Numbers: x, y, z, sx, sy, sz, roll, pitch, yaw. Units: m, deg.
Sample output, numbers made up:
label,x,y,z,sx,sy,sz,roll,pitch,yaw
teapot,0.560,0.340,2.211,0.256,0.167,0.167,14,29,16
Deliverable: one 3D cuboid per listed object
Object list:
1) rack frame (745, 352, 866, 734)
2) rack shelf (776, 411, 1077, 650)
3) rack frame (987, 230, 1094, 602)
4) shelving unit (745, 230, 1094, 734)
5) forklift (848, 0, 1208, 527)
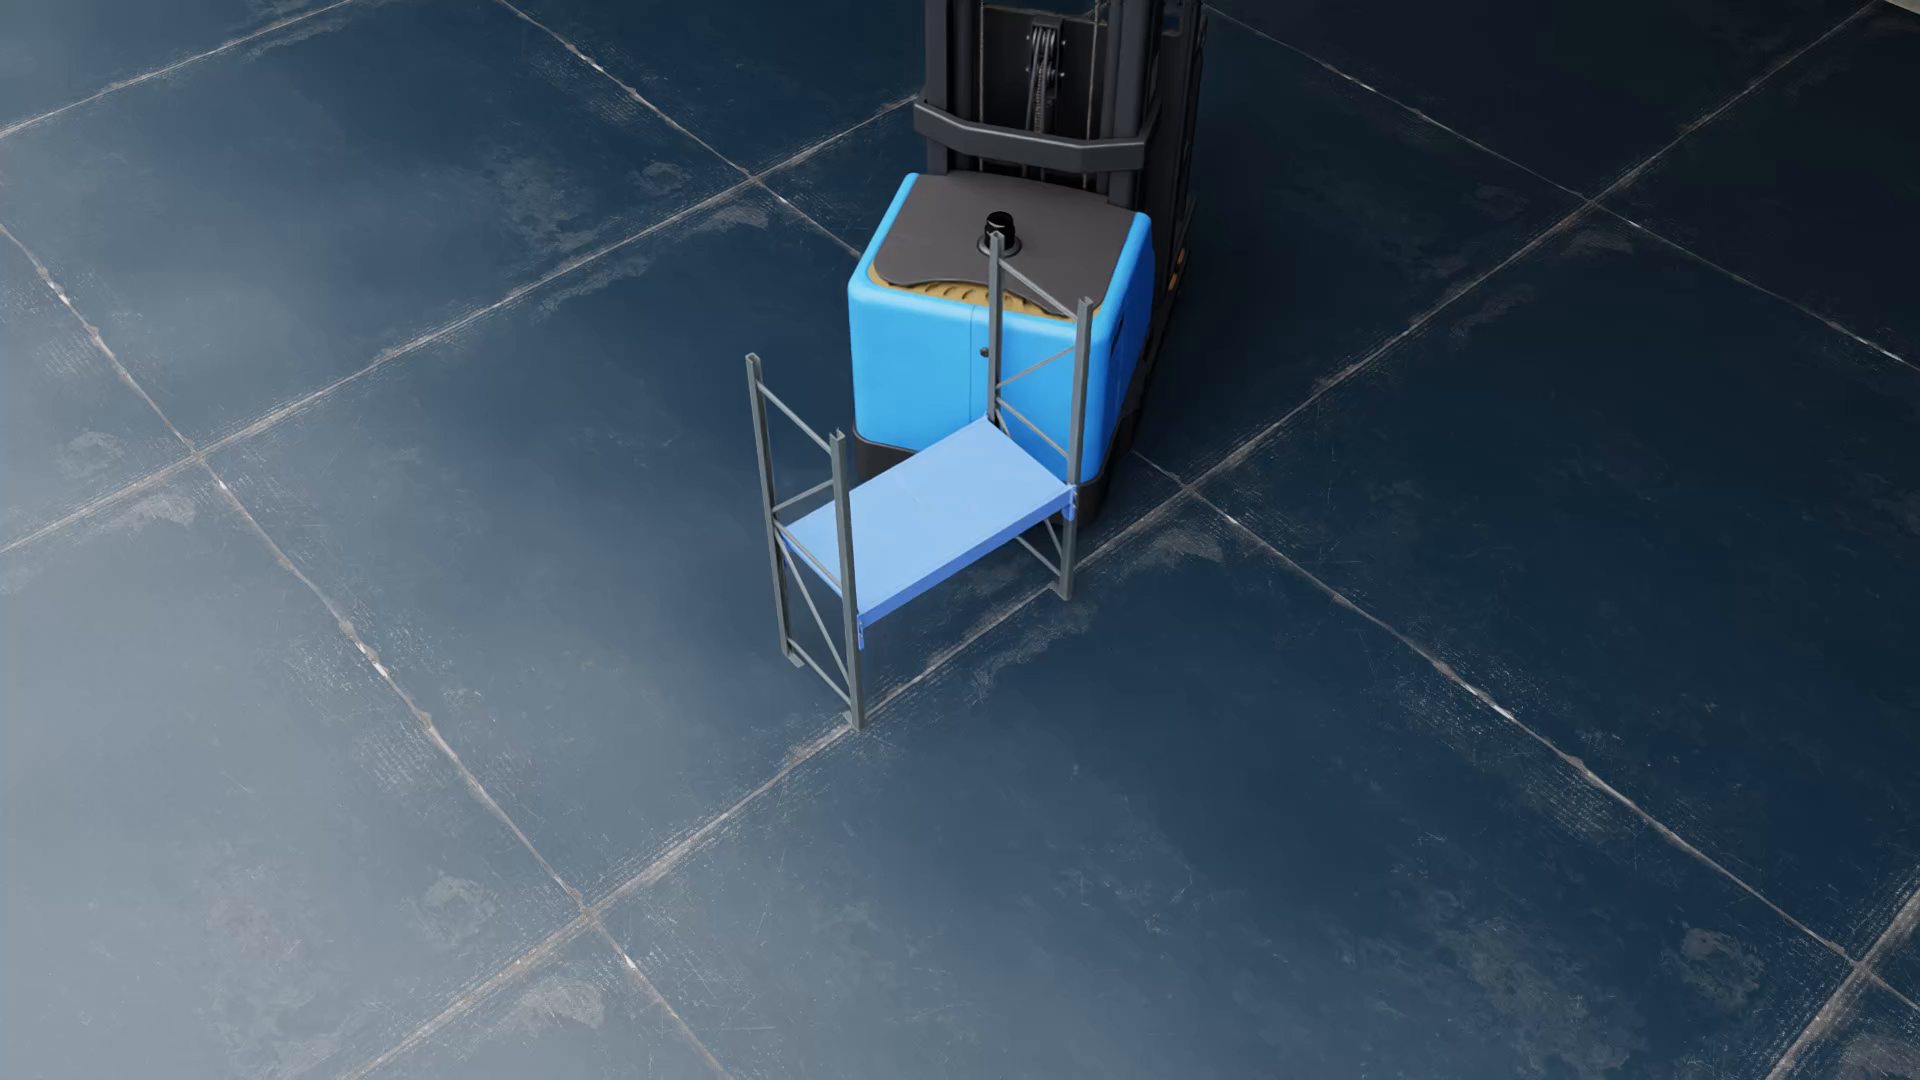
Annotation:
label,x,y,z,sx,sy,sz,roll,pitch,yaw
rack frame,-0.517,0.058,5.729,0.032,1.500,0.500,-31,54,-25
rack shelf,-0.122,-0.056,6.079,1.000,0.185,0.538,-31,54,-25
rack frame,0.273,-0.413,6.164,0.032,1.500,0.500,-31,54,-25
shelving unit,-0.122,-0.177,5.947,1.048,1.500,0.538,-31,54,-25
forklift,0.467,-2.155,6.797,1.130,2.935,3.031,12,48,11
